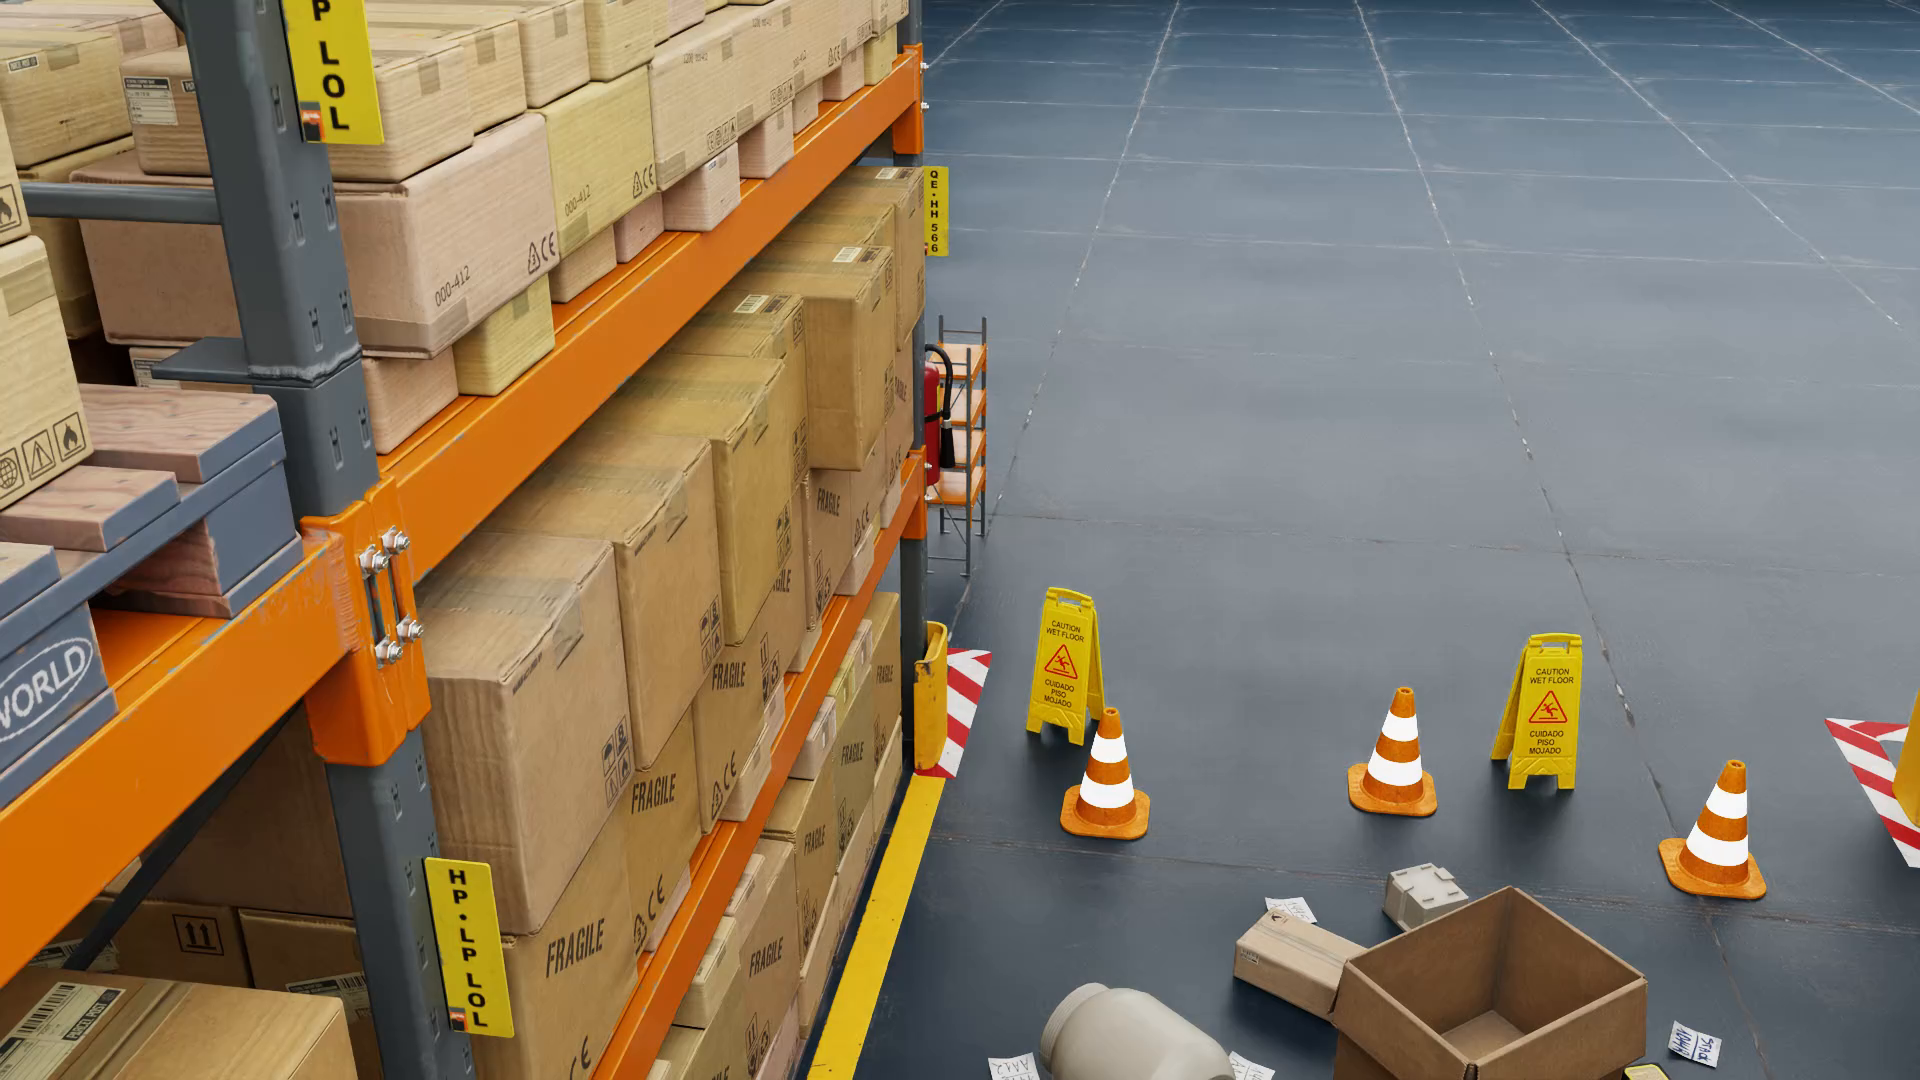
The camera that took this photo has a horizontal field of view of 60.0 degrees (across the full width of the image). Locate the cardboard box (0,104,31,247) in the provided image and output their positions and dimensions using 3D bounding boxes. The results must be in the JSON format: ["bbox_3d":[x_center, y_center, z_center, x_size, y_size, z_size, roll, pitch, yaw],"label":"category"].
[{"bbox_3d":[-1.259,-0.348,1.508,0.500,0.250,0.500,5,25,10],"label":"cardboard box"}]

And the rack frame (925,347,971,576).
[{"bbox_3d":[-0.067,-0.372,8.130,0.240,1.200,0.015,4,25,9],"label":"rack frame"}]

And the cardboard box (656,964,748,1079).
[{"bbox_3d":[-0.851,1.371,4.146,0.500,0.500,0.500,5,26,11],"label":"cardboard box"}]

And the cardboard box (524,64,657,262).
[{"bbox_3d":[-0.872,-0.698,2.991,0.500,0.250,0.500,4,25,8],"label":"cardboard box"}]

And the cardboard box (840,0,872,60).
[{"bbox_3d":[-0.550,-1.548,4.806,0.500,0.250,0.500,4,25,8],"label":"cardboard box"}]

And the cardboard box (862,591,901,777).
[{"bbox_3d":[-0.510,0.504,5.998,0.500,0.500,0.500,4,25,9],"label":"cardboard box"}]

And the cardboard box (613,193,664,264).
[{"bbox_3d":[-0.833,-0.680,3.422,0.380,0.149,0.250,3,25,7],"label":"cardboard box"}]

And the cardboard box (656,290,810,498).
[{"bbox_3d":[-0.794,-0.338,4.286,0.700,0.500,0.500,4,25,8],"label":"cardboard box"}]

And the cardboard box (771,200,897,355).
[{"bbox_3d":[-0.594,-0.758,5.182,0.700,0.500,0.500,4,25,9],"label":"cardboard box"}]

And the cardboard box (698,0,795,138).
[{"bbox_3d":[-0.697,-1.118,3.889,0.500,0.250,0.500,4,25,9],"label":"cardboard box"}]

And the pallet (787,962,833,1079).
[{"bbox_3d":[-1.018,1.576,5.134,1.003,0.211,1.213,4,25,9],"label":"pallet"}]

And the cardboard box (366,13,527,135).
[{"bbox_3d":[-0.902,-0.717,2.562,0.380,0.149,0.250,5,26,10],"label":"cardboard box"}]

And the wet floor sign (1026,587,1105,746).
[{"bbox_3d":[0.451,0.496,6.928,0.267,0.644,0.232,13,28,26],"label":"wet floor sign"}]

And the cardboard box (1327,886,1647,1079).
[{"bbox_3d":[1.575,1.476,5.003,0.797,0.503,0.637,-14,29,-27],"label":"cardboard box"}]

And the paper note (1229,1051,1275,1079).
[{"bbox_3d":[0.887,1.663,5.174,0.148,0.019,0.142,13,28,26],"label":"paper note"}]

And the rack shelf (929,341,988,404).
[{"bbox_3d":[-0.027,-0.830,8.181,0.258,0.148,0.480,4,25,9],"label":"rack shelf"}]

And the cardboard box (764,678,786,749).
[{"bbox_3d":[-0.690,0.471,4.502,0.380,0.149,0.250,4,25,8],"label":"cardboard box"}]

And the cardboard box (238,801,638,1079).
[{"bbox_3d":[-0.943,0.764,3.111,0.500,0.500,0.500,4,25,8],"label":"cardboard box"}]

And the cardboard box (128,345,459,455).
[{"bbox_3d":[-0.994,-0.251,2.506,0.380,0.149,0.250,4,25,8],"label":"cardboard box"}]

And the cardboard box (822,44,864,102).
[{"bbox_3d":[-0.504,-1.426,5.015,0.380,0.149,0.250,5,26,10],"label":"cardboard box"}]

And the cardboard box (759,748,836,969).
[{"bbox_3d":[-0.681,0.933,5.082,0.500,0.500,0.500,3,25,7],"label":"cardboard box"}]

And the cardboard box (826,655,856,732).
[{"bbox_3d":[-0.548,0.473,5.299,0.380,0.149,0.250,4,25,9],"label":"cardboard box"}]

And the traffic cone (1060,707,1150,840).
[{"bbox_3d":[0.566,0.854,6.381,0.336,0.463,0.334,4,25,9],"label":"traffic cone"}]

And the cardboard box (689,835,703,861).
[{"bbox_3d":[-0.831,0.675,4.065,0.380,0.149,0.250,4,25,8],"label":"cardboard box"}]

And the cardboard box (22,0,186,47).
[{"bbox_3d":[-1.356,-0.862,2.871,0.380,0.149,0.250,5,25,10],"label":"cardboard box"}]

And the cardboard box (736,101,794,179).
[{"bbox_3d":[-0.625,-0.995,4.096,0.380,0.149,0.250,4,25,8],"label":"cardboard box"}]

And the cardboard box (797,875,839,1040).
[{"bbox_3d":[-0.675,1.283,5.220,0.500,0.250,0.500,3,25,7],"label":"cardboard box"}]

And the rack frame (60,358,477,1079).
[{"bbox_3d":[-1.290,1.108,2.844,1.000,3.000,0.127,4,25,9],"label":"rack frame"}]

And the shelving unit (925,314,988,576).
[{"bbox_3d":[-0.027,-0.474,8.348,0.258,1.200,0.503,4,25,9],"label":"shelving unit"}]

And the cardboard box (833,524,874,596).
[{"bbox_3d":[-0.493,0.050,5.402,0.380,0.149,0.250,4,25,9],"label":"cardboard box"}]

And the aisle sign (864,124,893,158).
[{"bbox_3d":[-0.340,-1.748,5.879,0.394,0.787,0.004,4,25,9],"label":"aisle sign"}]

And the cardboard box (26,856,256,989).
[{"bbox_3d":[-1.462,0.725,3.193,0.500,0.500,0.500,3,25,7],"label":"cardboard box"}]

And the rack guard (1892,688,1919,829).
[{"bbox_3d":[4.268,0.858,6.327,1.175,0.500,0.348,4,25,9],"label":"rack guard"}]

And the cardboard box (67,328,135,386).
[{"bbox_3d":[-1.539,-0.290,2.589,0.380,0.149,0.250,4,25,9],"label":"cardboard box"}]

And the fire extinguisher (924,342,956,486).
[{"bbox_3d":[-0.163,-0.545,6.468,0.296,0.674,0.183,4,25,9],"label":"fire extinguisher"}]

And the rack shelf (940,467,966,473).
[{"bbox_3d":[-0.027,-0.439,8.364,0.199,0.029,0.442,4,25,9],"label":"rack shelf"}]

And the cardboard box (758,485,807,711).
[{"bbox_3d":[-0.726,0.130,4.465,0.500,0.500,0.500,4,25,9],"label":"cardboard box"}]

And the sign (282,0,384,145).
[{"bbox_3d":[-0.741,-0.626,1.936,0.100,0.325,0.005,4,25,9],"label":"sign"}]

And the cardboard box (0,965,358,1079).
[{"bbox_3d":[-1.139,0.947,2.224,0.500,0.500,0.500,4,25,8],"label":"cardboard box"}]

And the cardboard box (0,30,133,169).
[{"bbox_3d":[-1.453,-0.645,2.408,0.380,0.149,0.250,5,25,10],"label":"cardboard box"}]

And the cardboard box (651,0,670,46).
[{"bbox_3d":[-0.790,-1.043,3.256,0.380,0.149,0.250,3,25,7],"label":"cardboard box"}]

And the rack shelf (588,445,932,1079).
[{"bbox_3d":[-0.963,0.598,4.783,1.077,0.370,4.000,4,25,9],"label":"rack shelf"}]

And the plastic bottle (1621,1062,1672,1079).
[{"bbox_3d":[2.128,1.705,5.035,0.133,0.061,0.283,-5,25,-10],"label":"plastic bottle"}]

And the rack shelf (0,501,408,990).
[{"bbox_3d":[-1.616,0.912,0.573,1.077,0.370,4.000,4,25,9],"label":"rack shelf"}]

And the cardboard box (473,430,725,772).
[{"bbox_3d":[-0.899,0.094,3.362,0.700,0.500,0.500,4,25,9],"label":"cardboard box"}]
